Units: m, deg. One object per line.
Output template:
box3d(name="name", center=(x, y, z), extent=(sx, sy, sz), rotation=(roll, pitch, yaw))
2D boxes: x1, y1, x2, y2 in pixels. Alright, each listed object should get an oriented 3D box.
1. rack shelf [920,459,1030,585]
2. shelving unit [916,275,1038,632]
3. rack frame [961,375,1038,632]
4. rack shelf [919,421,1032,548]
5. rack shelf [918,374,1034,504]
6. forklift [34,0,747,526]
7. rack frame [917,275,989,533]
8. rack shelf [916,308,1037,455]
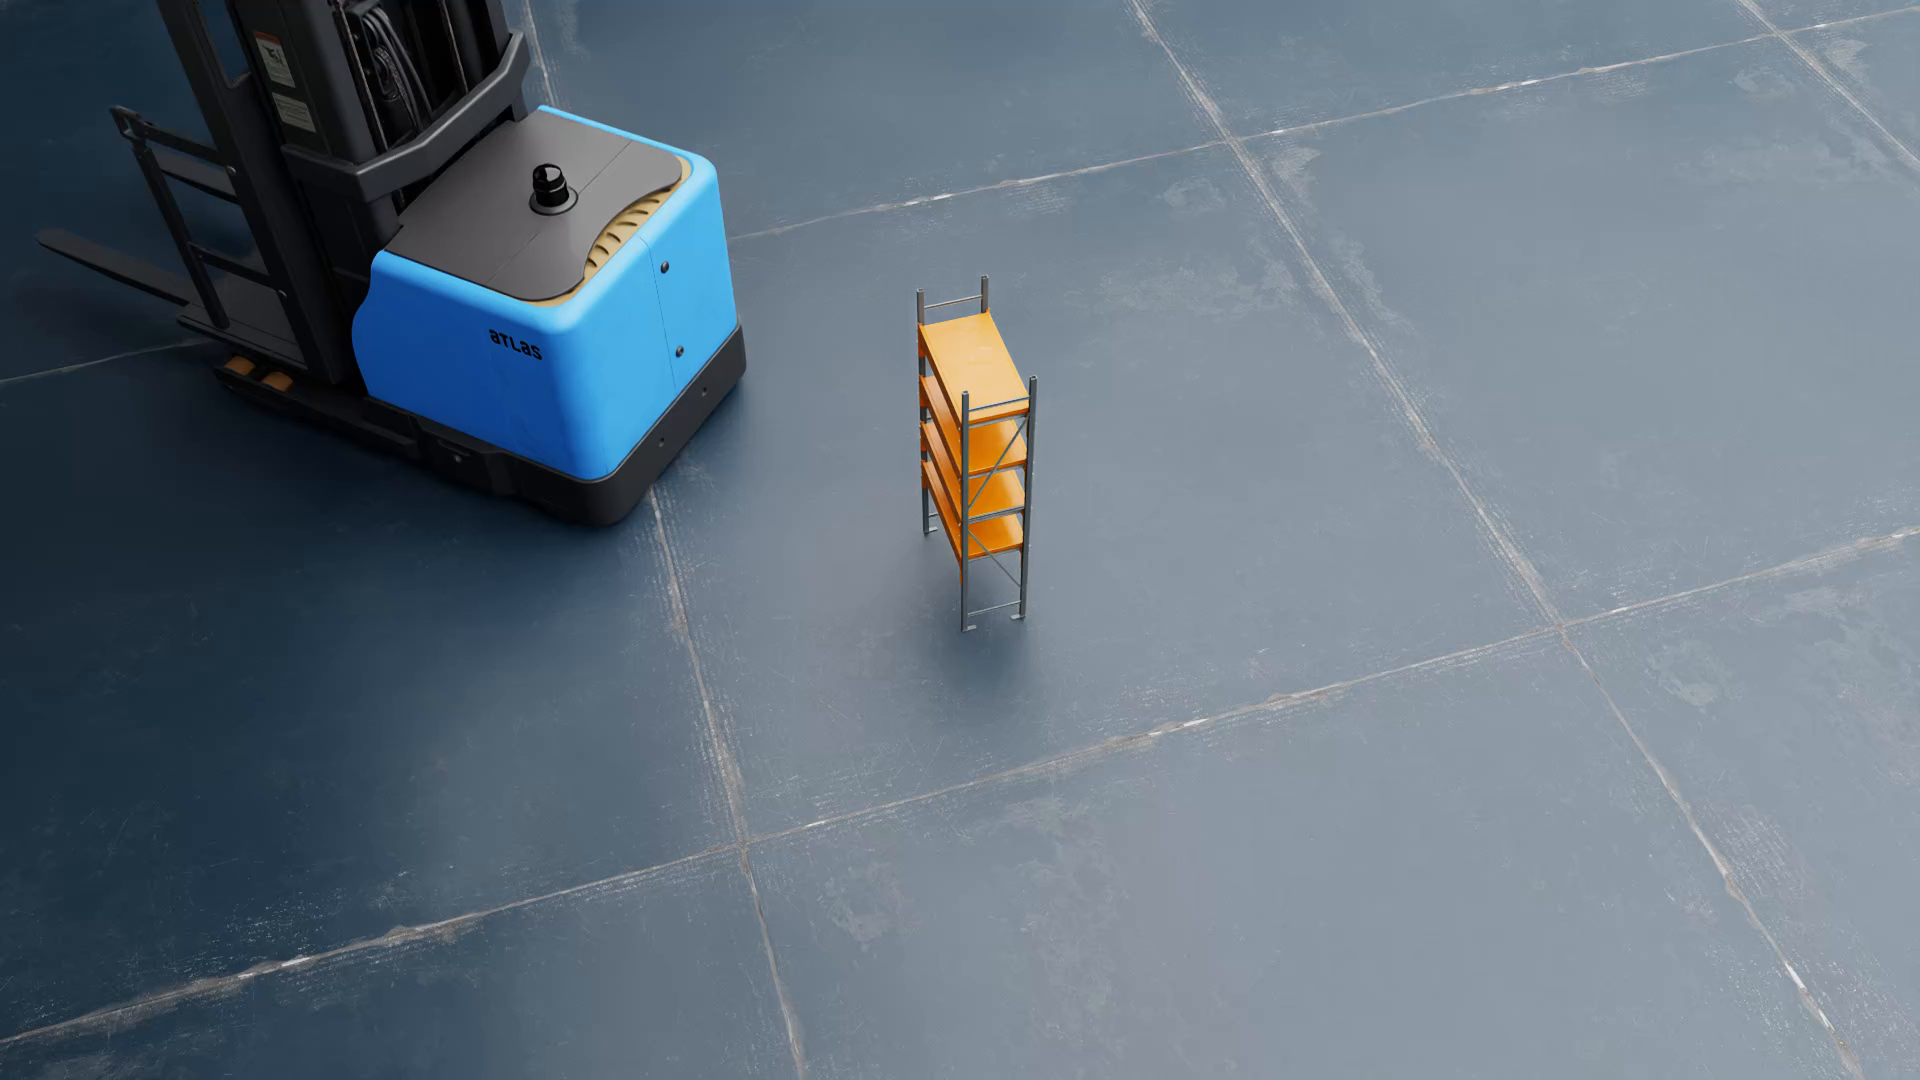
box3d(name="rack shelf", center=(0.049, -0.094, 5.893), extent=(0.258, 0.148, 0.480), rotation=(-13, 51, -11))
box3d(name="shelving unit", center=(0.049, -0.266, 5.689), extent=(0.258, 1.200, 0.503), rotation=(-13, 51, -11))
box3d(name="rack frame", center=(0.121, -0.088, 5.539), extent=(0.240, 1.200, 0.015), rotation=(-13, 51, -11))
box3d(name="rack shelf", center=(0.049, -0.222, 5.741), extent=(0.258, 0.148, 0.480), rotation=(-13, 51, -11))
box3d(name="rack shelf", center=(0.049, -0.367, 5.570), extent=(0.258, 0.148, 0.480), rotation=(-13, 51, -11))
box3d(name="forklift", center=(-2.419, -1.798, 5.848), extent=(3.031, 2.935, 1.130), rotation=(21, 53, 17))
box3d(name="rack frame", center=(-0.023, -0.444, 5.840), extent=(0.240, 1.200, 0.015), rotation=(-13, 51, -11))
box3d(name="rack shelf", center=(0.049, -0.519, 5.389), extent=(0.258, 0.148, 0.480), rotation=(-13, 51, -11))
